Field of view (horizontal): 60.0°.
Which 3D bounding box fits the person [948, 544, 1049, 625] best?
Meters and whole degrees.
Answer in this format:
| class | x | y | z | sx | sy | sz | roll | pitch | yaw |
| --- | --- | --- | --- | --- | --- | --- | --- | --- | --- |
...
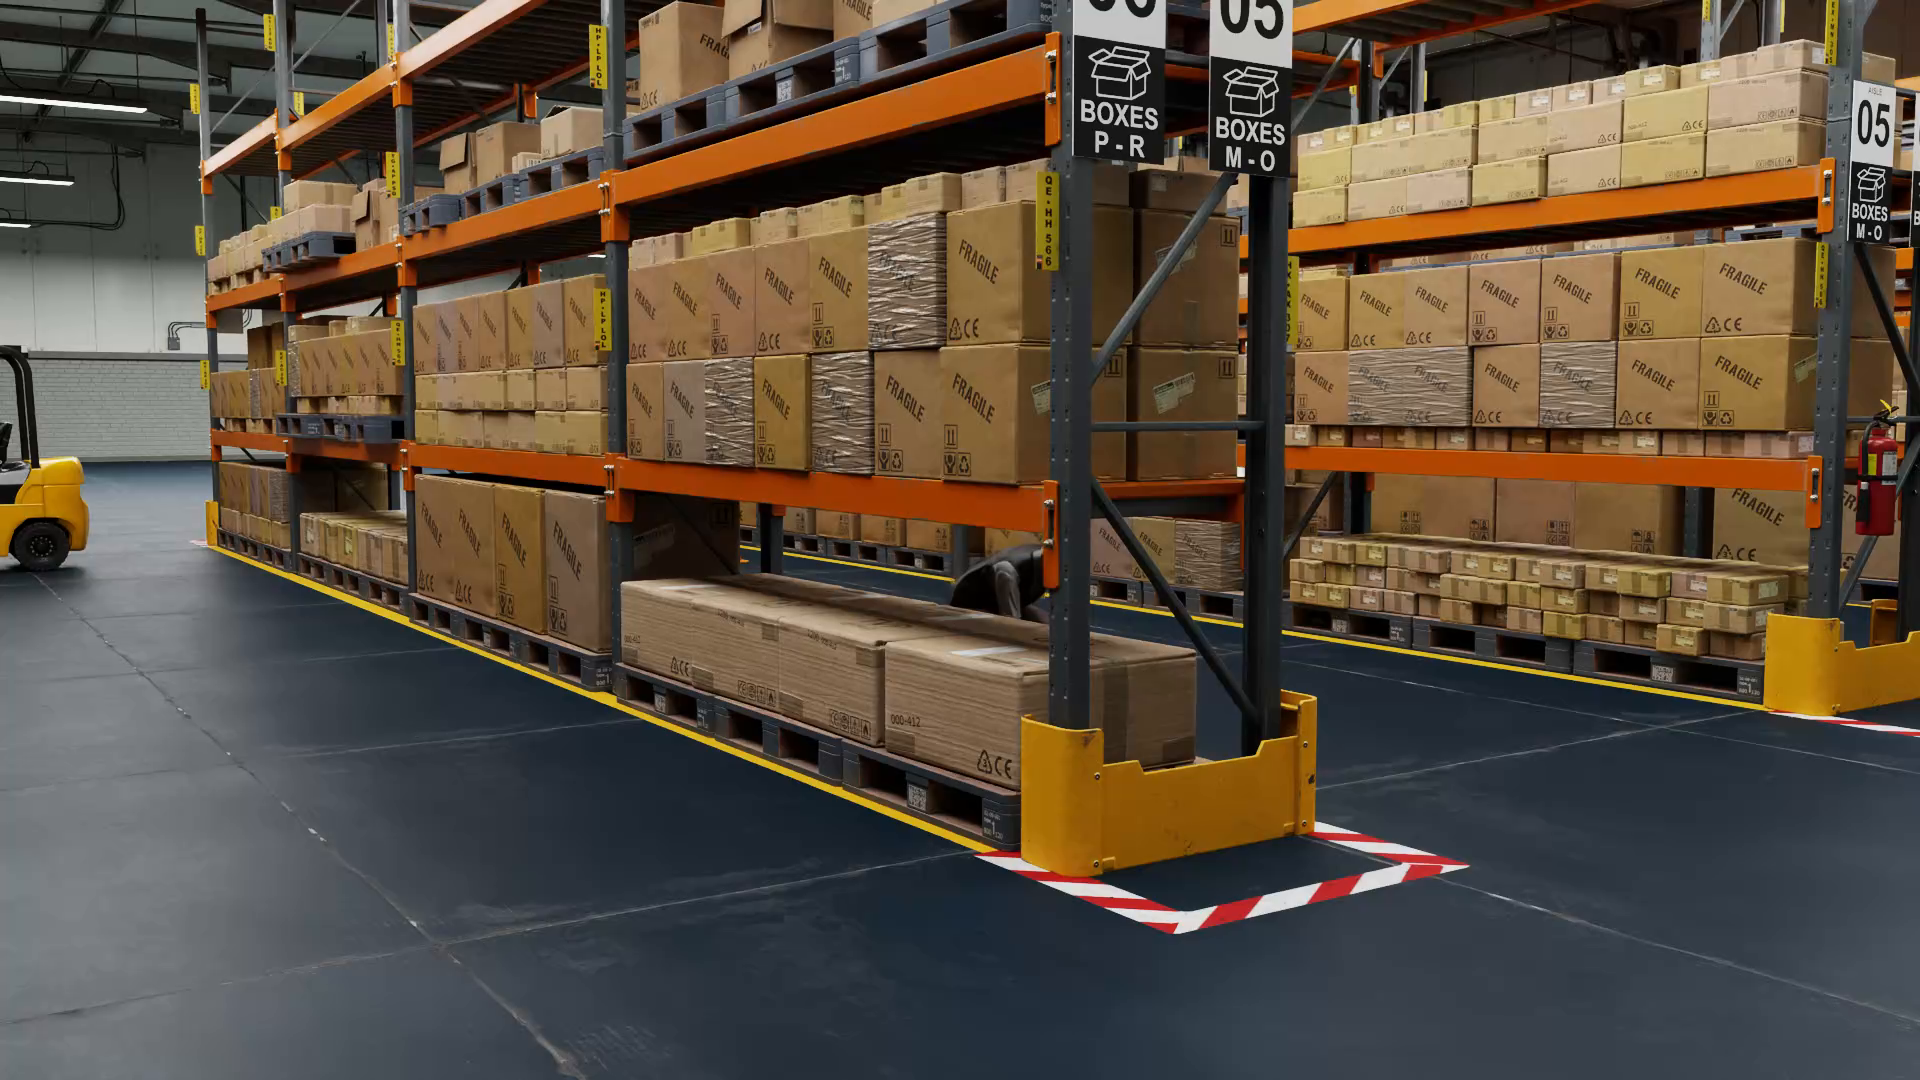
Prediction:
| class | x | y | z | sx | sy | sz | roll | pitch | yaw |
| --- | --- | --- | --- | --- | --- | --- | --- | --- | --- |
| person | 0.313 | 0.421 | 9.094 | 0.538 | 0.869 | 0.871 | -3 | 6 | -33 |
